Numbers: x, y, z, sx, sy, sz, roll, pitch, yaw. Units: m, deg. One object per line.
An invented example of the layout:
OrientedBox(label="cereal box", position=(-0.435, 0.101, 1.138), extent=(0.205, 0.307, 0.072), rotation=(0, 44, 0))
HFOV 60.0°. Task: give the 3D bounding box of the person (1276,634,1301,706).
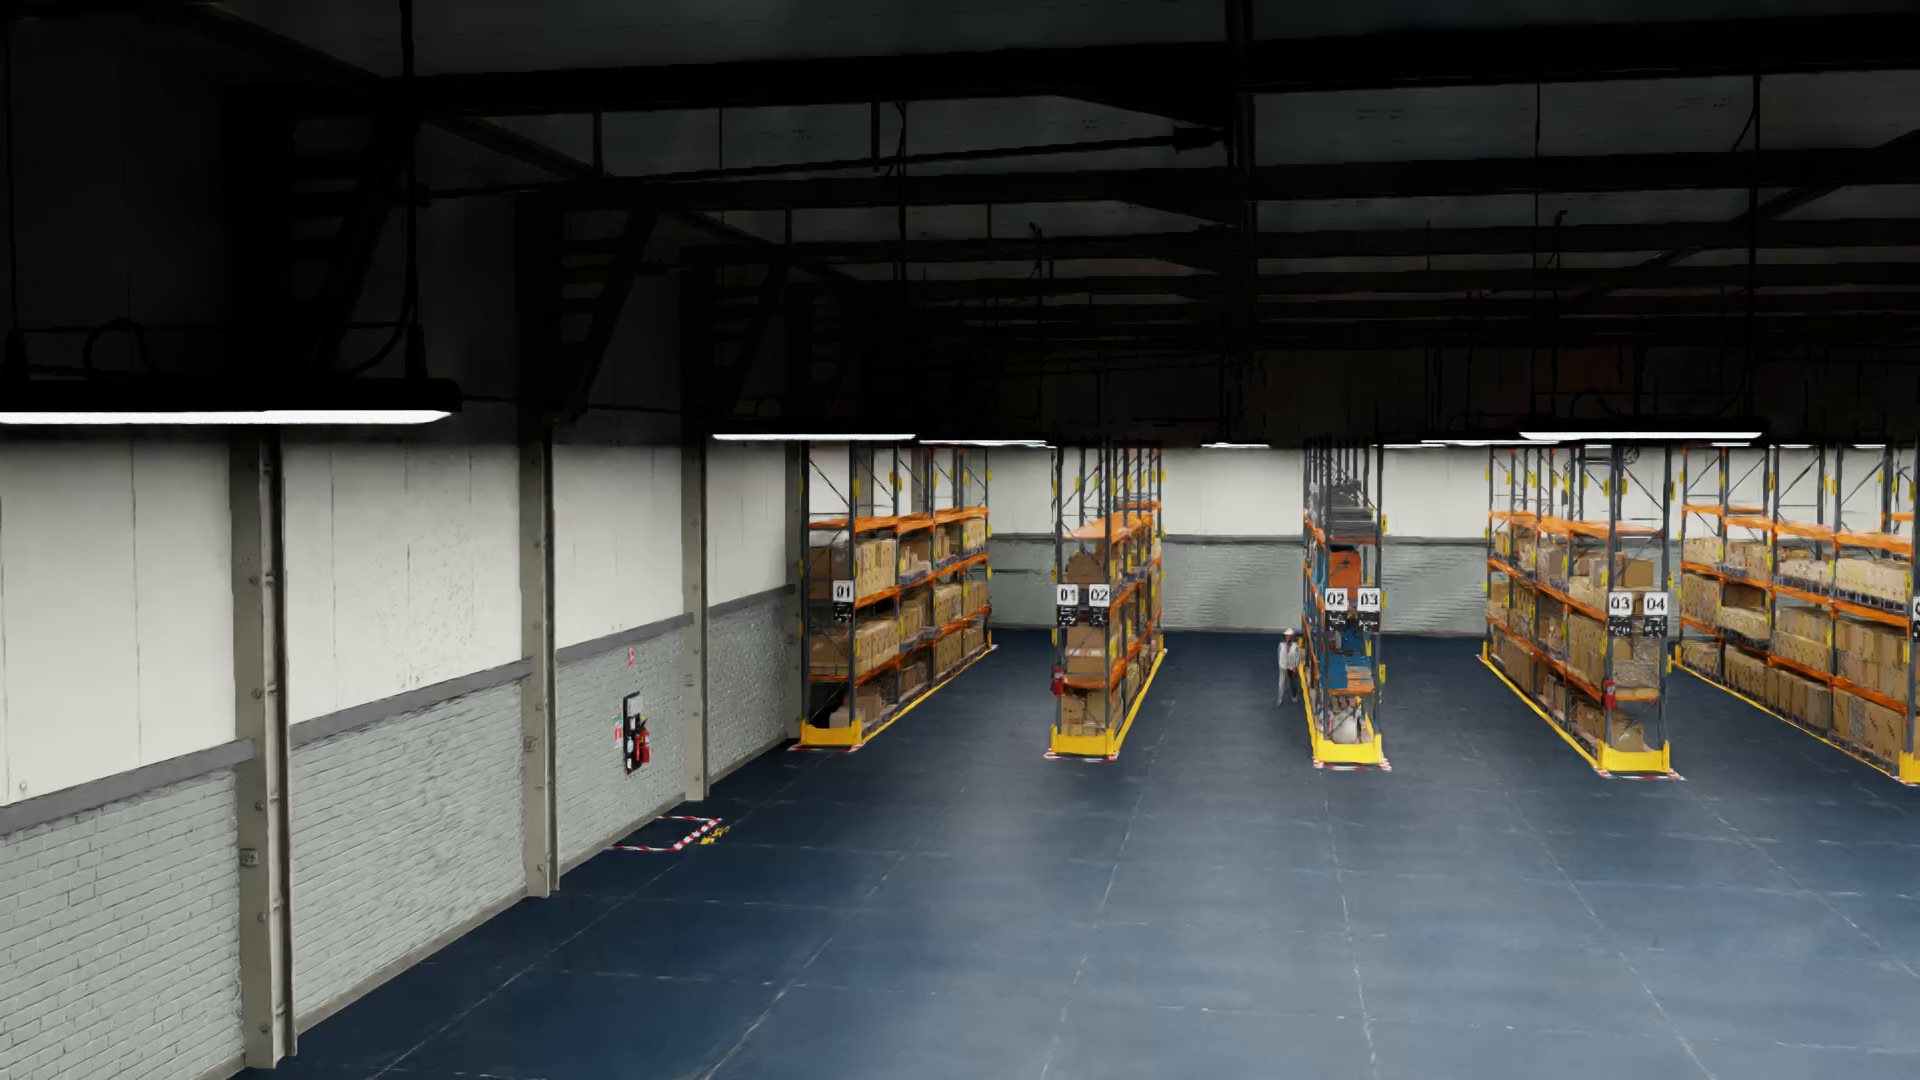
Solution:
OrientedBox(label="person", position=(7.380, 2.868, 37.267), extent=(0.538, 1.662, 1.032), rotation=(1, 3, 19))

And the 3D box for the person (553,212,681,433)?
OrientedBox(label="person", position=(6.394, -0.442, 30.580), extent=(11.903, 8.977, 29.725), rotation=(3, 4, 41))
